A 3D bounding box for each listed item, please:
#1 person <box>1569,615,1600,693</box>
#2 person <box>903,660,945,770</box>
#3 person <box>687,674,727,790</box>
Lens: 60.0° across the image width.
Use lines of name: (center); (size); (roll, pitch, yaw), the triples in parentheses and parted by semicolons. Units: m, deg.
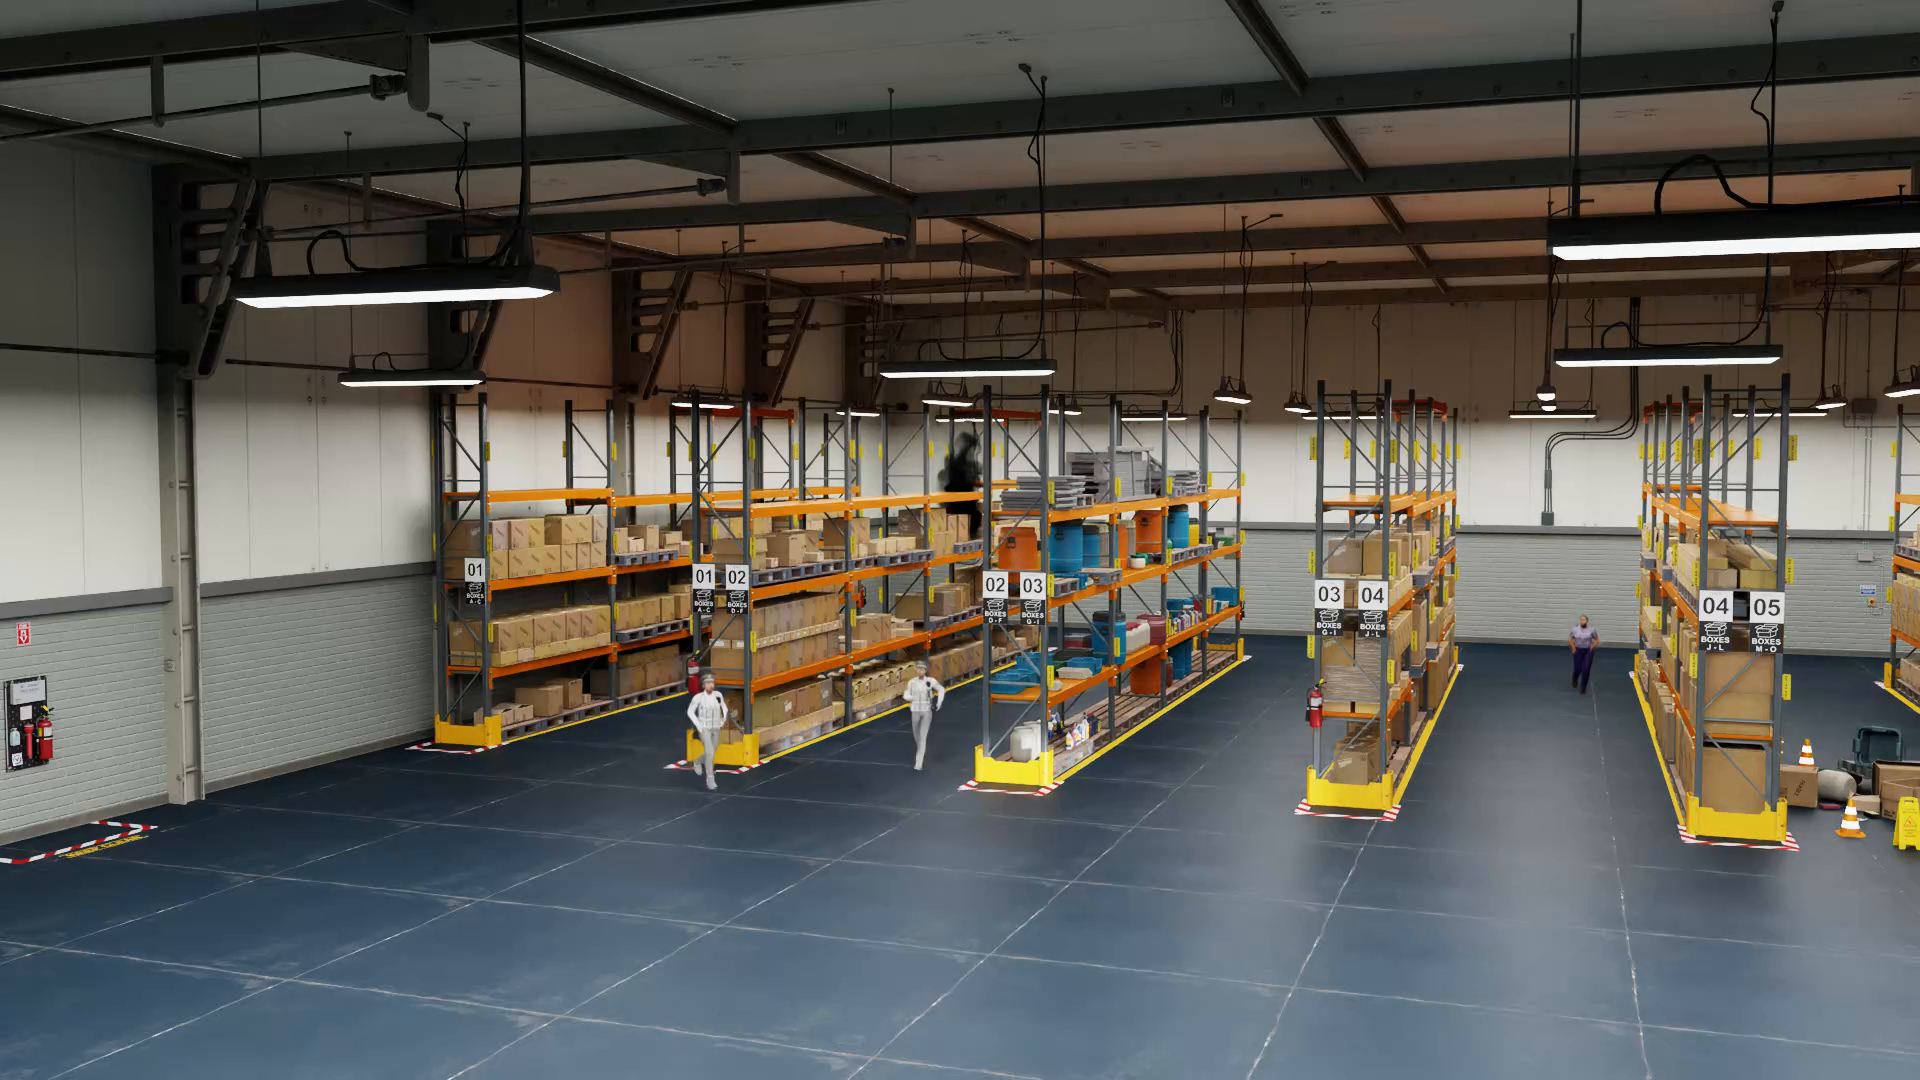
person: (12.982, 2.368, 34.589); (0.598, 1.618, 0.586); (1, 3, 22)
person: (-0.611, 2.742, 26.427); (0.624, 1.664, 1.000); (1, 3, 15)
person: (-3.780, 2.836, 24.915); (0.631, 1.710, 0.755); (-2, 4, -34)
